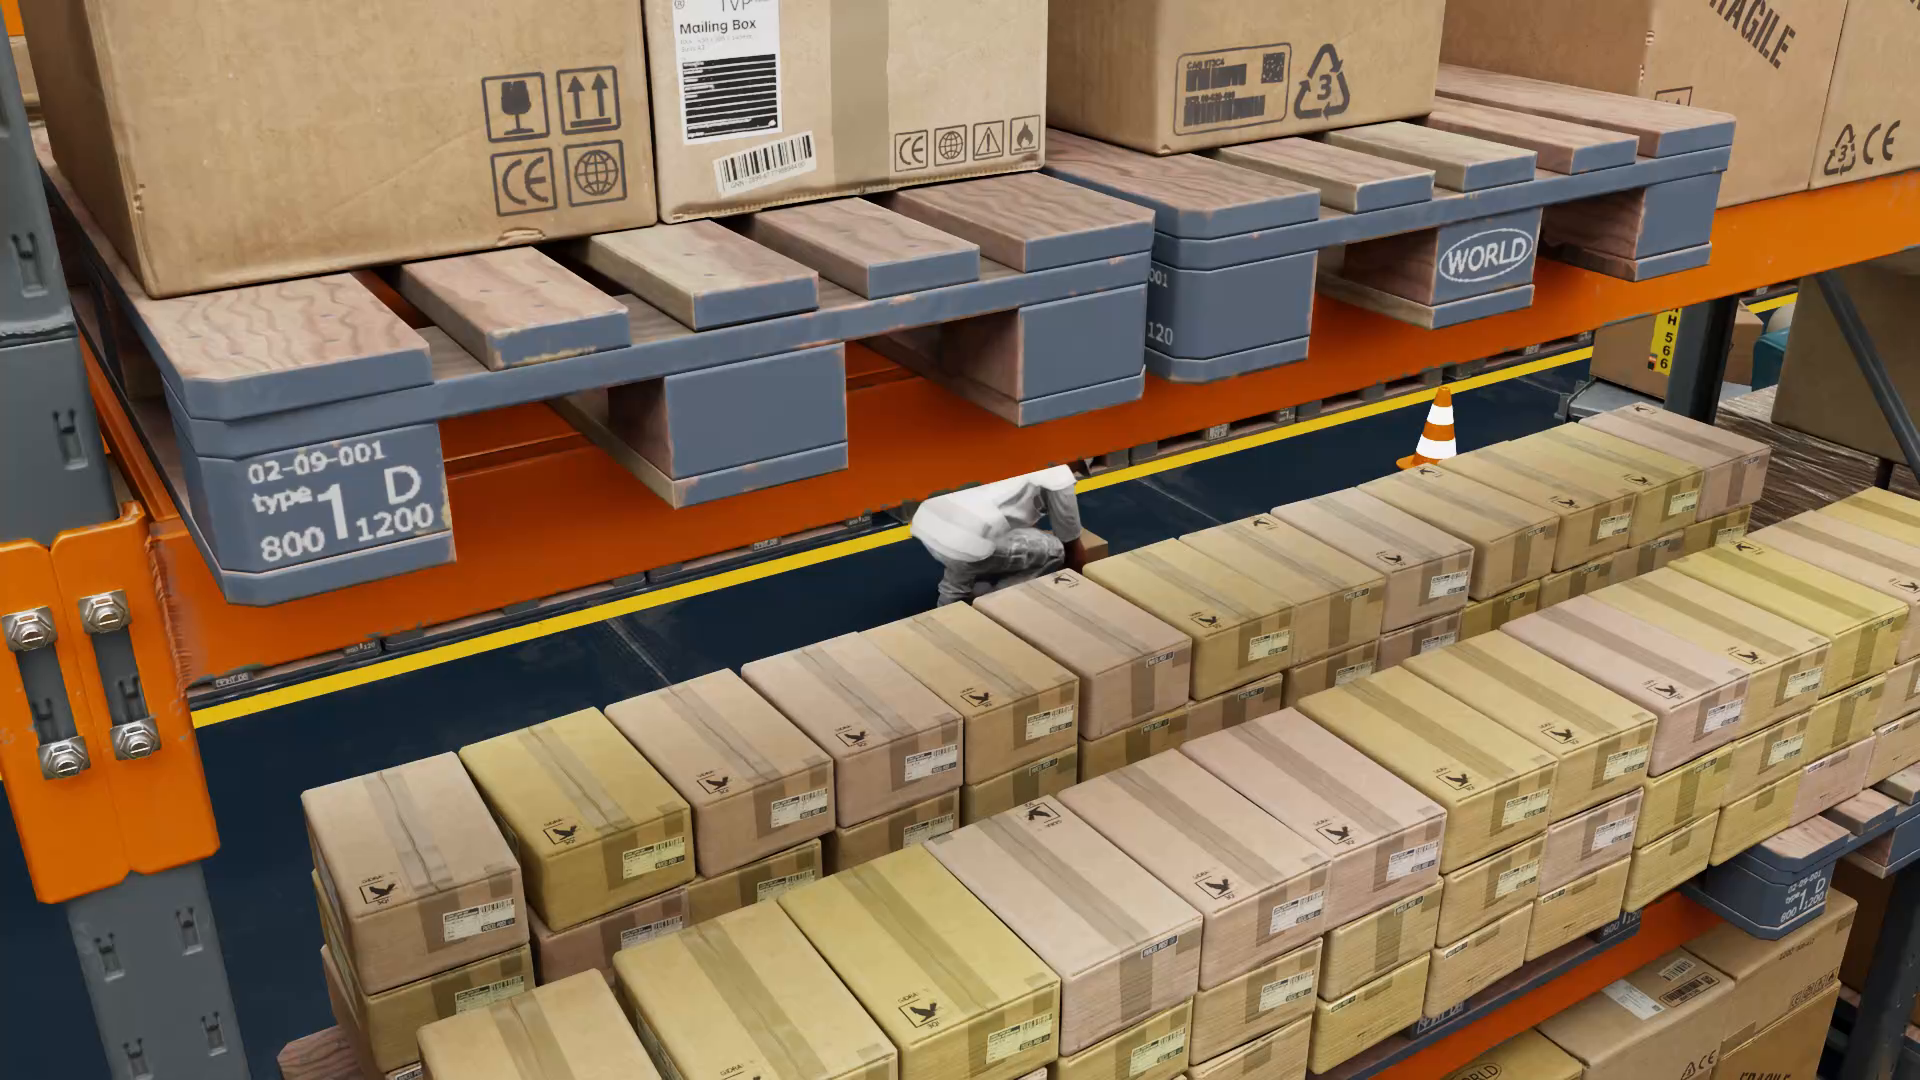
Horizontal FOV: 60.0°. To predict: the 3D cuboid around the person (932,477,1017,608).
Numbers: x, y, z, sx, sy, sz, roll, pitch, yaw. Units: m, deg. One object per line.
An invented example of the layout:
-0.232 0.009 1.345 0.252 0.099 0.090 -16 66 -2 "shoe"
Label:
0.135 -0.489 7.145 0.584 1.778 0.487 -15 29 -29 "person"
